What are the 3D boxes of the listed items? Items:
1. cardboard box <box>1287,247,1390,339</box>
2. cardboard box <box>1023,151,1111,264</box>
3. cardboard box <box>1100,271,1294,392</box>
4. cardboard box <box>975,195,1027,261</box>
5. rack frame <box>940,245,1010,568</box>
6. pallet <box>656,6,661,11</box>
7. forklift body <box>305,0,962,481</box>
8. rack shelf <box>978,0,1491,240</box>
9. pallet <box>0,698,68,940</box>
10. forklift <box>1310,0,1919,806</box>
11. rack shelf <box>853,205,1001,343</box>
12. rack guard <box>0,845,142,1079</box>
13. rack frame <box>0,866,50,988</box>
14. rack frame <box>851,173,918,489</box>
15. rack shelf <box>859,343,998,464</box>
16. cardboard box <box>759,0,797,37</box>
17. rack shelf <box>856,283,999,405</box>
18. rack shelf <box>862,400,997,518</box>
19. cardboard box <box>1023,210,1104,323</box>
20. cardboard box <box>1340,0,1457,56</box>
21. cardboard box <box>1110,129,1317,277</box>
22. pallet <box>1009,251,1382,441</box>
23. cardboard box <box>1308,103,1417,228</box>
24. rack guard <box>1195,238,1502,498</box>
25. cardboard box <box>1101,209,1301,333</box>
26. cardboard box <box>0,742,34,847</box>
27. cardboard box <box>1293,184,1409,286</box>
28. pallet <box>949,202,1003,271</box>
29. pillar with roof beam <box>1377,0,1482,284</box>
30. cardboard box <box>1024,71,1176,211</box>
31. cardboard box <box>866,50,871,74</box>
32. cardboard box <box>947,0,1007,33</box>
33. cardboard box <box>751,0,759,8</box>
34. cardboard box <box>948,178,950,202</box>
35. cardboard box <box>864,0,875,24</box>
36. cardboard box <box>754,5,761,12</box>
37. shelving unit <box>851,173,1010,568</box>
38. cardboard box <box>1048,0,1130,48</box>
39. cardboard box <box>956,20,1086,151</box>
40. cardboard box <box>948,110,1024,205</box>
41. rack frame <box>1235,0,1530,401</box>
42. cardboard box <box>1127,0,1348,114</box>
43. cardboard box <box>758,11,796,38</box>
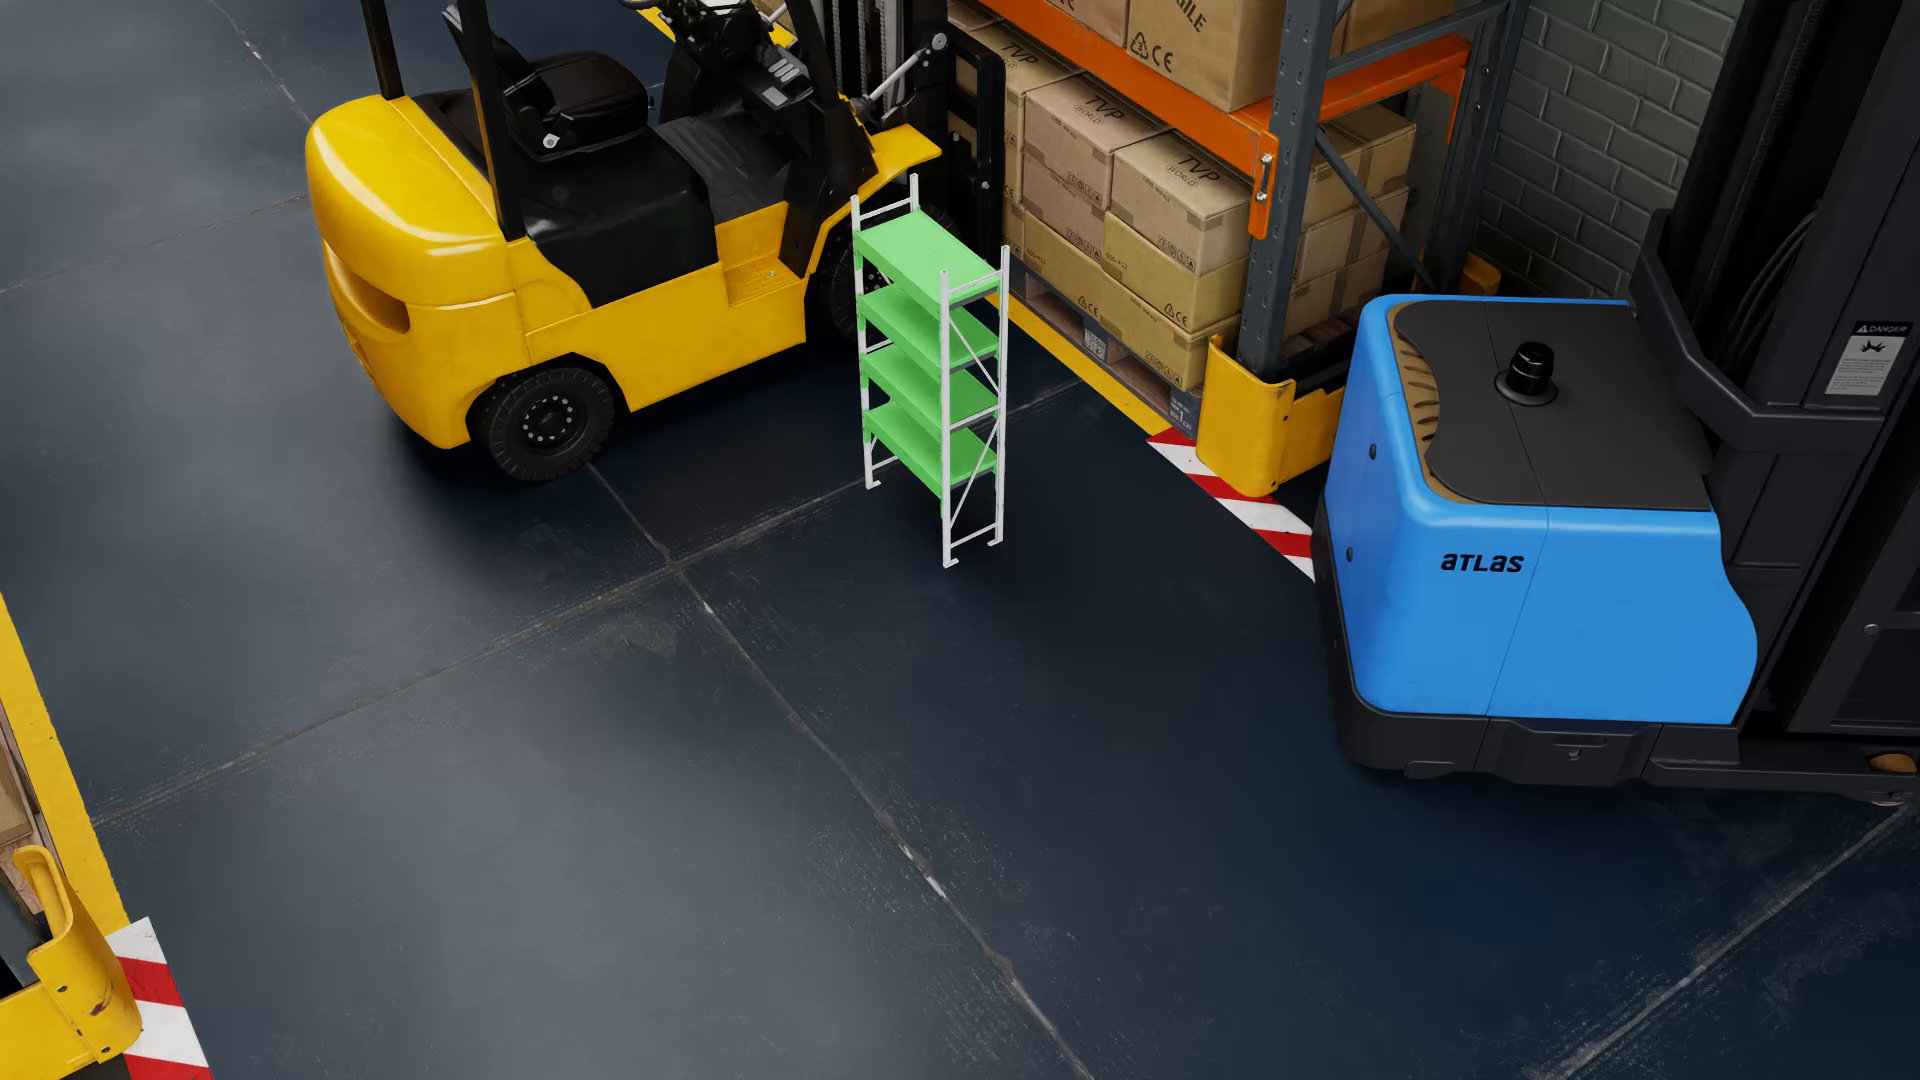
[{"bbox_3d":[1.279,-1.072,6.388,0.500,0.250,0.500,-26,49,-24],"label":"cardboard box"},{"bbox_3d":[0.586,-1.338,6.304,0.500,0.250,0.500,-26,50,-25],"label":"cardboard box"},{"bbox_3d":[0.871,-0.858,6.163,0.500,0.250,0.500,-25,49,-24],"label":"cardboard box"},{"bbox_3d":[0.316,-1.430,6.763,0.500,0.250,0.500,-25,49,-24],"label":"cardboard box"},{"bbox_3d":[0.045,-0.390,5.289,0.240,1.200,0.015,-26,49,-24],"label":"rack frame"},{"bbox_3d":[-1.343,-3.218,8.968,1.003,0.211,1.213,-26,49,-24],"label":"pallet"},{"bbox_3d":[-1.182,-1.606,5.874,2.313,2.155,1.214,-26,49,-24],"label":"forklift body"},{"bbox_3d":[0.255,-2.432,6.646,1.077,0.370,4.000,-26,49,-24],"label":"rack shelf"},{"bbox_3d":[-3.149,0.895,4.659,1.003,0.211,1.213,-26,49,-24],"label":"pallet"},{"bbox_3d":[2.676,-0.646,4.304,3.031,2.935,1.130,2,44,2],"label":"forklift"},{"bbox_3d":[-0.095,-0.829,5.147,0.258,0.148,0.480,-26,49,-24],"label":"rack shelf"},{"bbox_3d":[-2.713,1.265,4.063,1.175,0.500,0.348,-26,49,-24],"label":"rack guard"},{"bbox_3d":[-2.670,0.404,3.155,1.000,3.000,0.127,-26,49,-24],"label":"rack frame"},{"bbox_3d":[-0.234,-0.666,5.579,0.240,1.200,0.015,-26,49,-24],"label":"rack frame"},{"bbox_3d":[-0.095,-0.482,5.478,0.258,0.148,0.480,-26,49,-24],"label":"rack shelf"},{"bbox_3d":[-0.576,-2.482,7.503,0.500,0.250,0.500,-26,49,-25],"label":"cardboard box"},{"bbox_3d":[-0.095,-0.655,5.312,0.258,0.148,0.480,-26,49,-24],"label":"rack shelf"},{"bbox_3d":[-0.095,-0.308,5.644,0.258,0.148,0.480,-26,49,-24],"label":"rack shelf"},{"bbox_3d":[0.594,-1.143,6.462,0.500,0.250,0.500,-26,49,-24],"label":"cardboard box"},{"bbox_3d":[1.343,-1.986,5.585,0.500,0.500,0.500,-24,49,-23],"label":"cardboard box"},{"bbox_3d":[0.880,-1.216,5.814,0.500,0.250,0.500,-24,49,-23],"label":"cardboard box"},{"bbox_3d":[0.927,-0.967,6.610,1.003,0.211,1.213,-26,49,-24],"label":"pallet"},{"bbox_3d":[1.279,-1.425,6.034,0.500,0.250,0.500,-26,50,-25],"label":"cardboard box"},{"bbox_3d":[1.413,-0.641,6.060,1.175,0.500,0.348,-26,49,-24],"label":"rack guard"},{"bbox_3d":[0.864,-1.050,6.002,0.500,0.250,0.500,-26,50,-25],"label":"cardboard box"},{"bbox_3d":[-2.905,0.680,4.552,0.500,0.250,0.500,-26,49,-25],"label":"cardboard box"},{"bbox_3d":[1.300,-1.246,6.208,0.500,0.250,0.500,-25,49,-24],"label":"cardboard box"},{"bbox_3d":[0.233,-1.658,7.333,1.003,0.211,1.213,-26,49,-24],"label":"pallet"},{"bbox_3d":[-1.791,-2.779,2.144,9.100,9.000,0.400,-26,49,-24],"label":"pillar with roof beam"},{"bbox_3d":[0.583,-1.503,6.115,0.500,0.250,0.500,-25,49,-24],"label":"cardboard box"},{"bbox_3d":[-0.298,-2.193,7.200,0.500,0.250,0.500,-26,50,-25],"label":"cardboard box"},{"bbox_3d":[0.002,-2.075,6.714,0.500,0.250,0.500,-27,50,-25],"label":"cardboard box"},{"bbox_3d":[-0.866,-2.767,7.801,0.500,0.250,0.500,-26,49,-25],"label":"cardboard box"},{"bbox_3d":[0.000,-1.715,7.062,0.500,0.250,0.500,-24,49,-23],"label":"cardboard box"},{"bbox_3d":[-0.292,-2.375,7.028,0.500,0.250,0.500,-24,49,-23],"label":"cardboard box"},{"bbox_3d":[-0.884,-2.577,7.965,0.500,0.250,0.500,-25,49,-24],"label":"cardboard box"},{"bbox_3d":[-0.095,-0.528,5.434,0.258,1.200,0.503,-26,49,-24],"label":"shelving unit"},{"bbox_3d":[0.613,-2.068,5.671,0.500,0.500,0.500,-24,49,-23],"label":"cardboard box"},{"bbox_3d":[0.286,-1.785,6.410,0.500,0.250,0.500,-25,49,-24],"label":"cardboard box"},{"bbox_3d":[0.274,-1.622,6.602,0.500,0.250,0.500,-27,50,-25],"label":"cardboard box"},{"bbox_3d":[1.399,-1.559,5.211,1.000,3.000,0.127,-26,49,-24],"label":"rack frame"},{"bbox_3d":[0.902,-1.770,5.360,0.500,0.500,0.500,-27,50,-25],"label":"cardboard box"},{"bbox_3d":[-0.581,-2.296,7.670,0.500,0.250,0.500,-27,50,-25],"label":"cardboard box"}]
